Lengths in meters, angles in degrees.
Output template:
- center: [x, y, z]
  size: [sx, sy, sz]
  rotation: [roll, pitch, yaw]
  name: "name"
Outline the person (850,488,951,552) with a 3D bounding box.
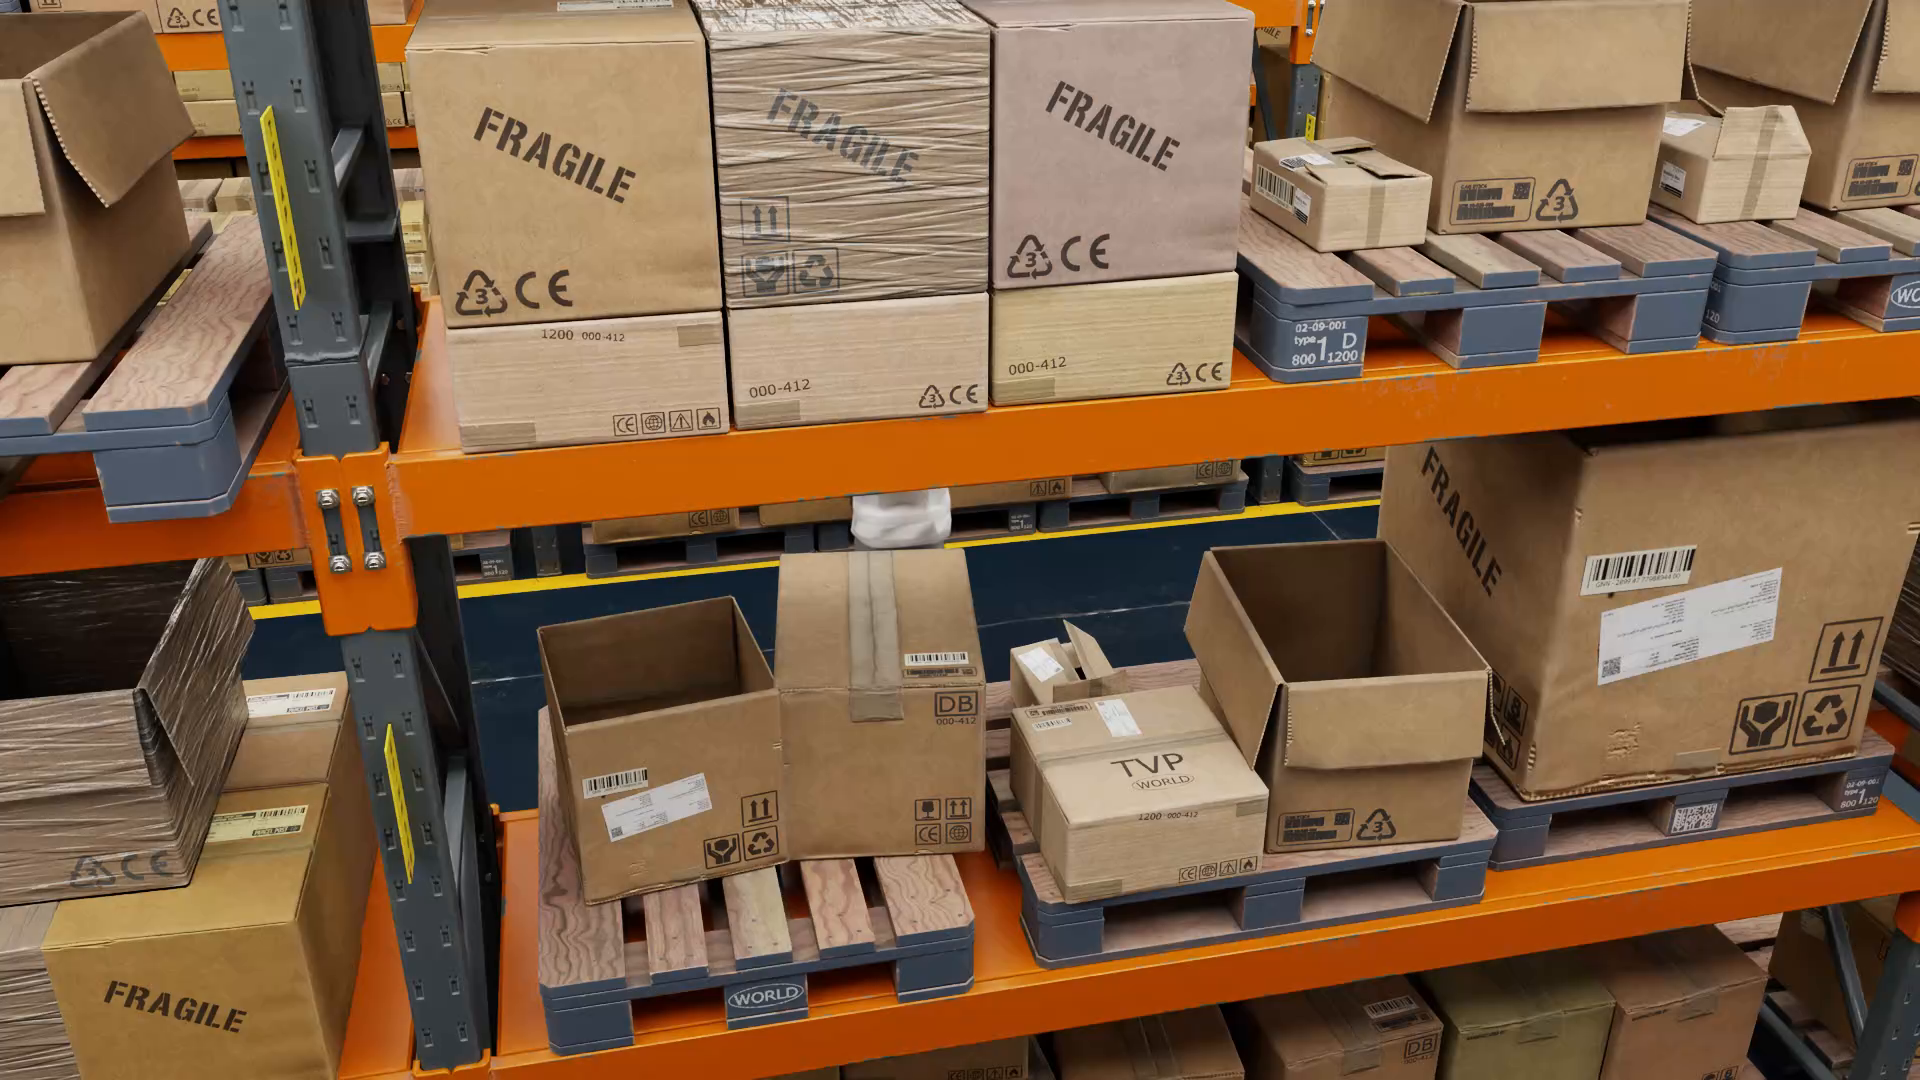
- center: [-0.286, -0.069, 7.233]
  size: [0.502, 1.761, 0.587]
  rotation: [-6, 27, -11]
  name: "person"
